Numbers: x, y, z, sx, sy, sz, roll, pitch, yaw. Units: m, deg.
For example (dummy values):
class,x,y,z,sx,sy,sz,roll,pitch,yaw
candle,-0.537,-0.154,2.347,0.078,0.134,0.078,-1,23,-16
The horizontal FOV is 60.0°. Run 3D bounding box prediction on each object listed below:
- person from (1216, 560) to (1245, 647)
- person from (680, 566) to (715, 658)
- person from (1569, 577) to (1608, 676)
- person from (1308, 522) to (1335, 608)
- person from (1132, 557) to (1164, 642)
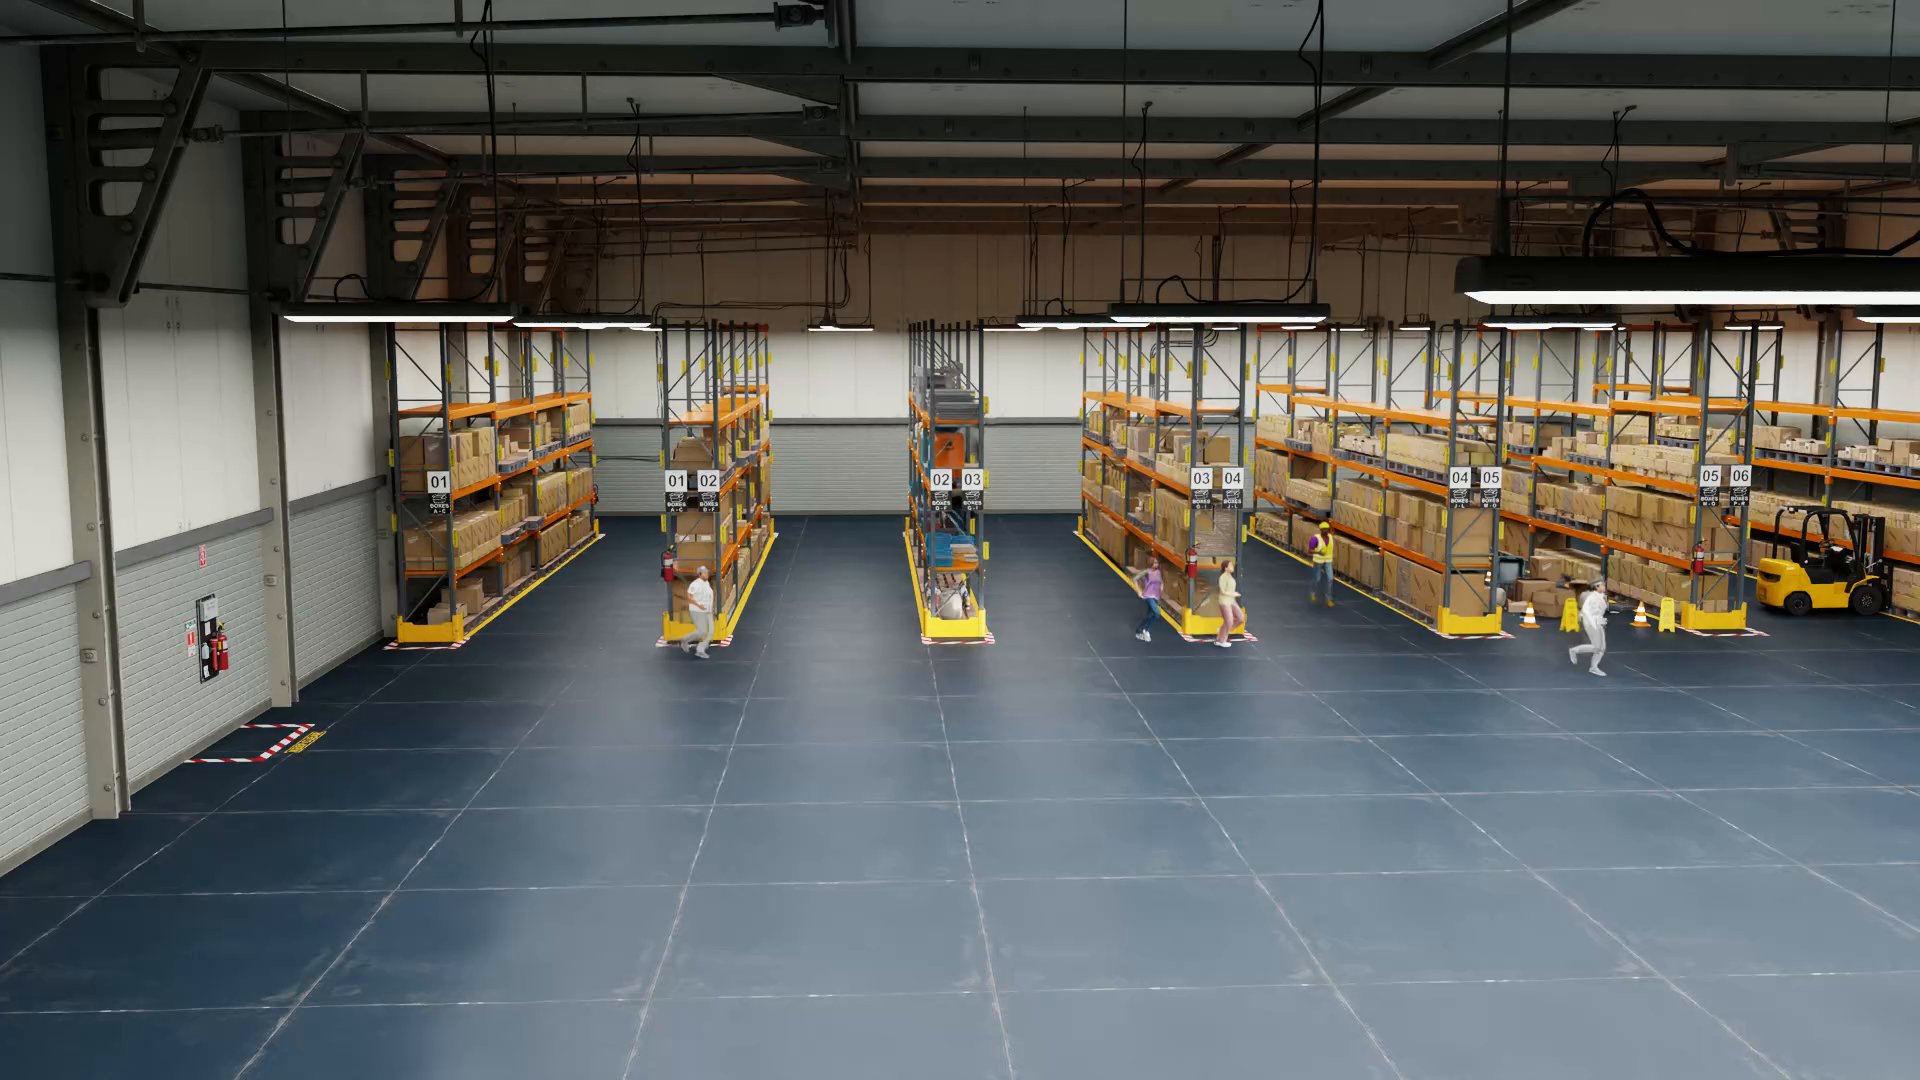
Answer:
class,x,y,z,sx,sy,sz,roll,pitch,yaw
person,4.928,1.161,30.499,0.524,1.624,0.583,5,8,33
person,-4.657,1.275,29.687,0.555,1.632,0.629,3,8,24
person,10.695,1.437,28.208,0.622,1.666,0.641,5,9,35
person,7.650,0.494,35.205,0.640,1.796,0.890,-1,7,-7
person,3.572,1.099,31.133,0.607,1.557,0.542,7,10,43
